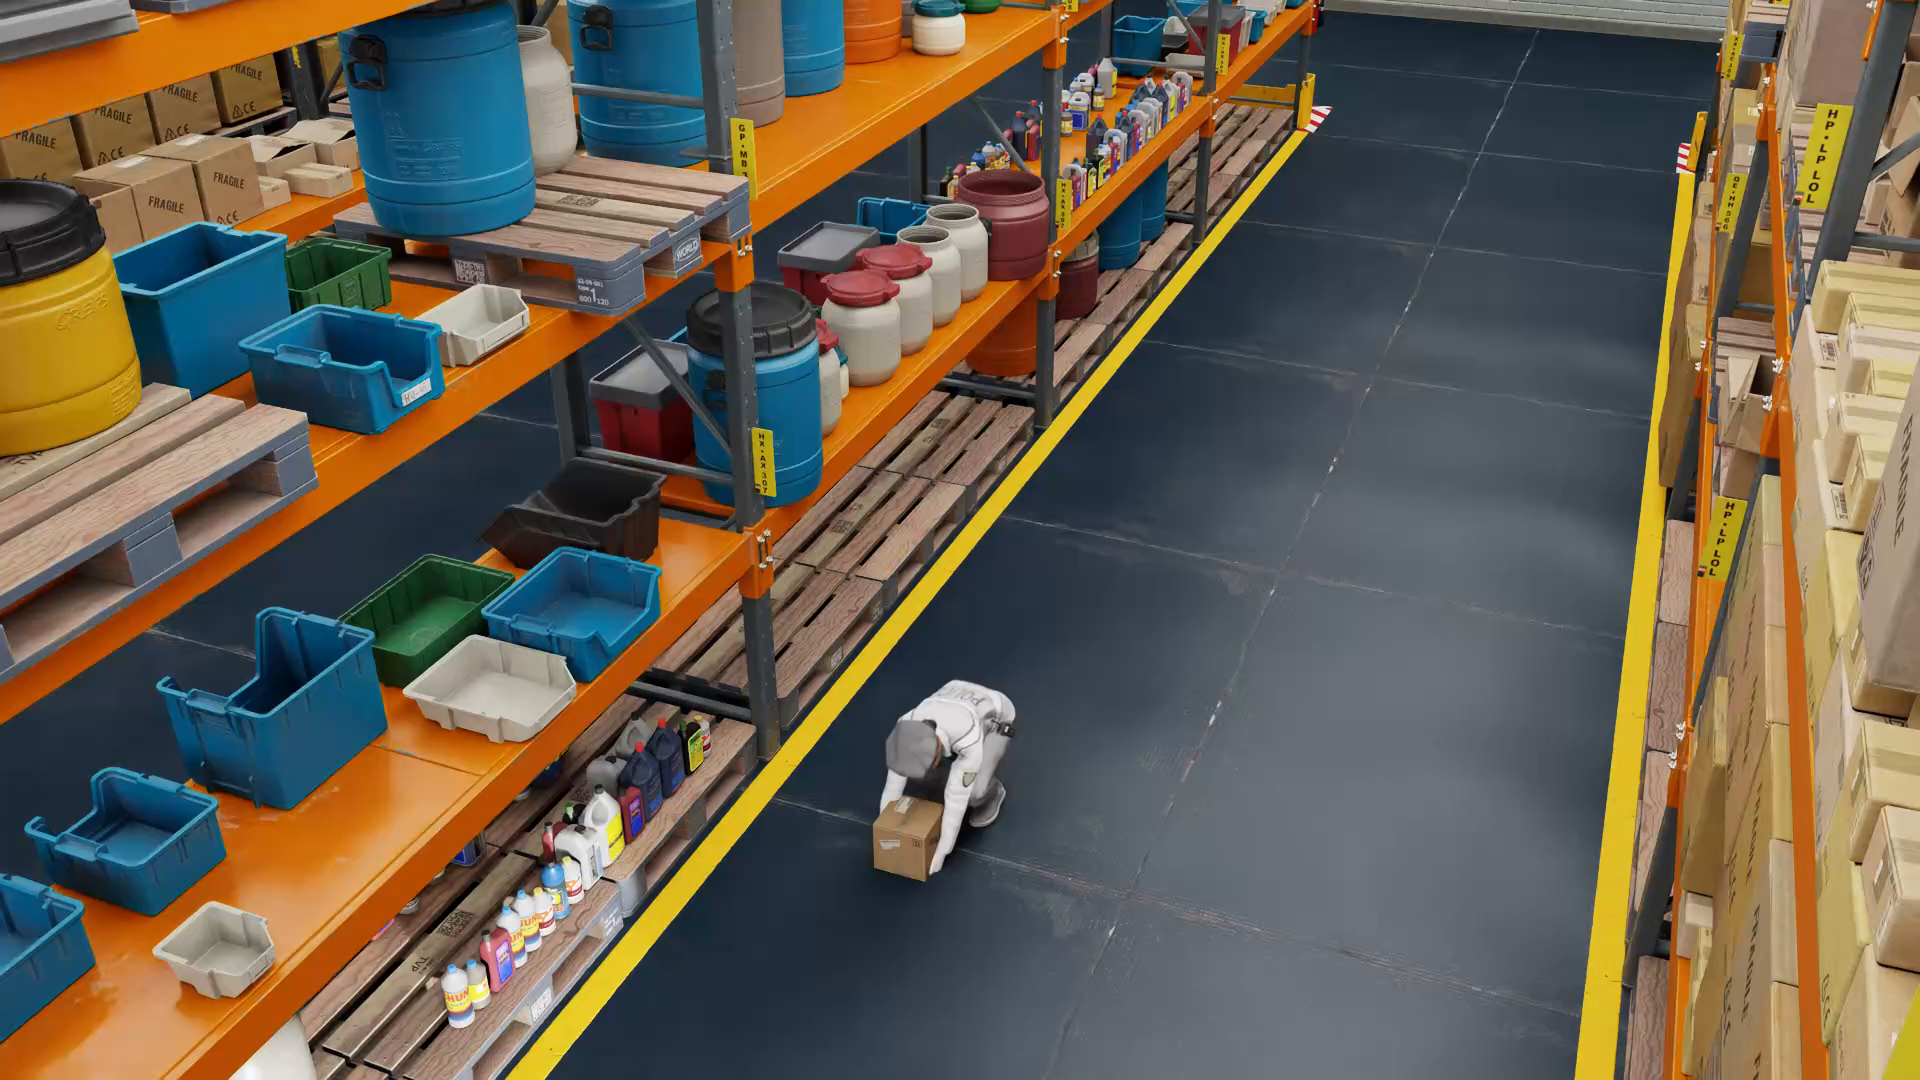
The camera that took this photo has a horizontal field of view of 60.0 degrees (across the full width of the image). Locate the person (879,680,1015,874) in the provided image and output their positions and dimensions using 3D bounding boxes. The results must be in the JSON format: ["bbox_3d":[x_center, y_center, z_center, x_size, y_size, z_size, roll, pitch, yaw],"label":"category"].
[{"bbox_3d":[-0.057,1.015,7.583,0.464,0.841,0.892,16,33,26],"label":"person"}]
